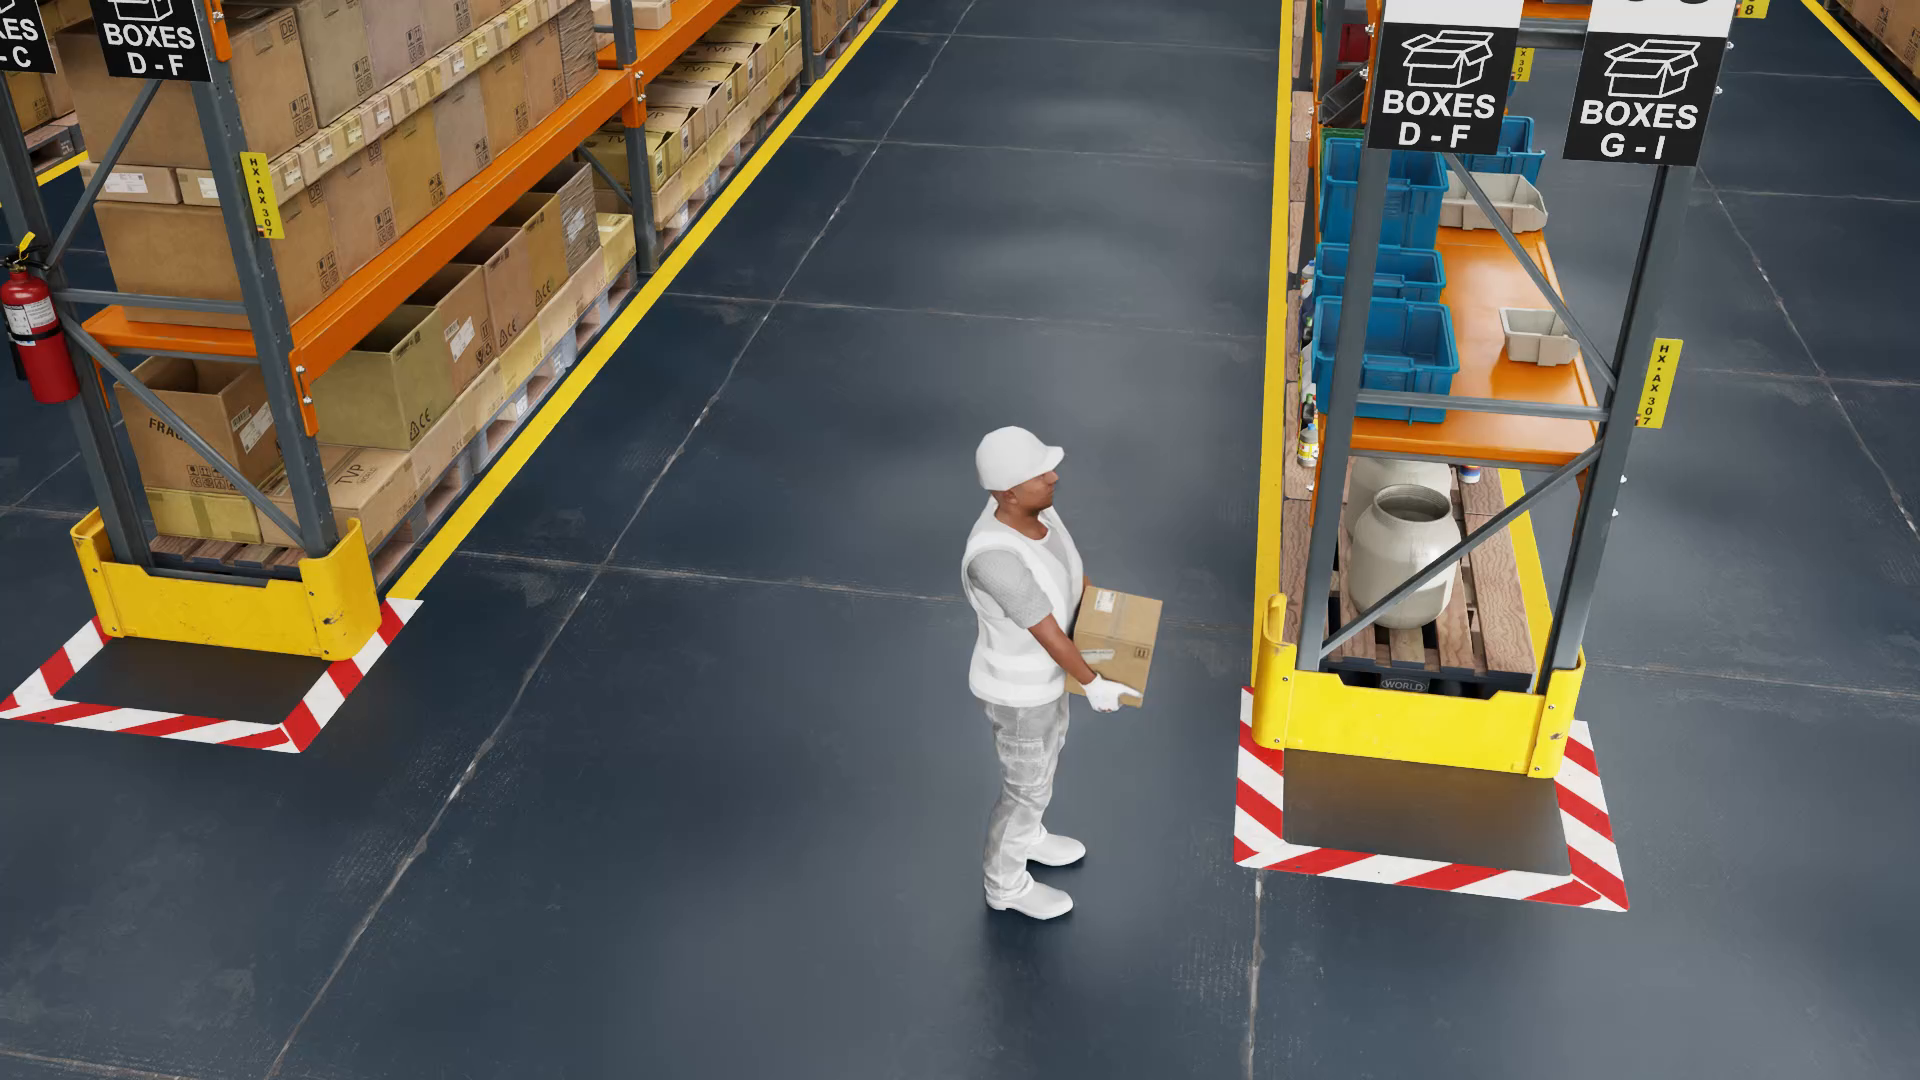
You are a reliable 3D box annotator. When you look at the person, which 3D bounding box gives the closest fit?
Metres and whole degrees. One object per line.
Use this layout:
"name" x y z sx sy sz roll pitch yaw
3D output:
"person" 0.316 0.445 5.414 0.584 1.778 0.487 7 33 10
